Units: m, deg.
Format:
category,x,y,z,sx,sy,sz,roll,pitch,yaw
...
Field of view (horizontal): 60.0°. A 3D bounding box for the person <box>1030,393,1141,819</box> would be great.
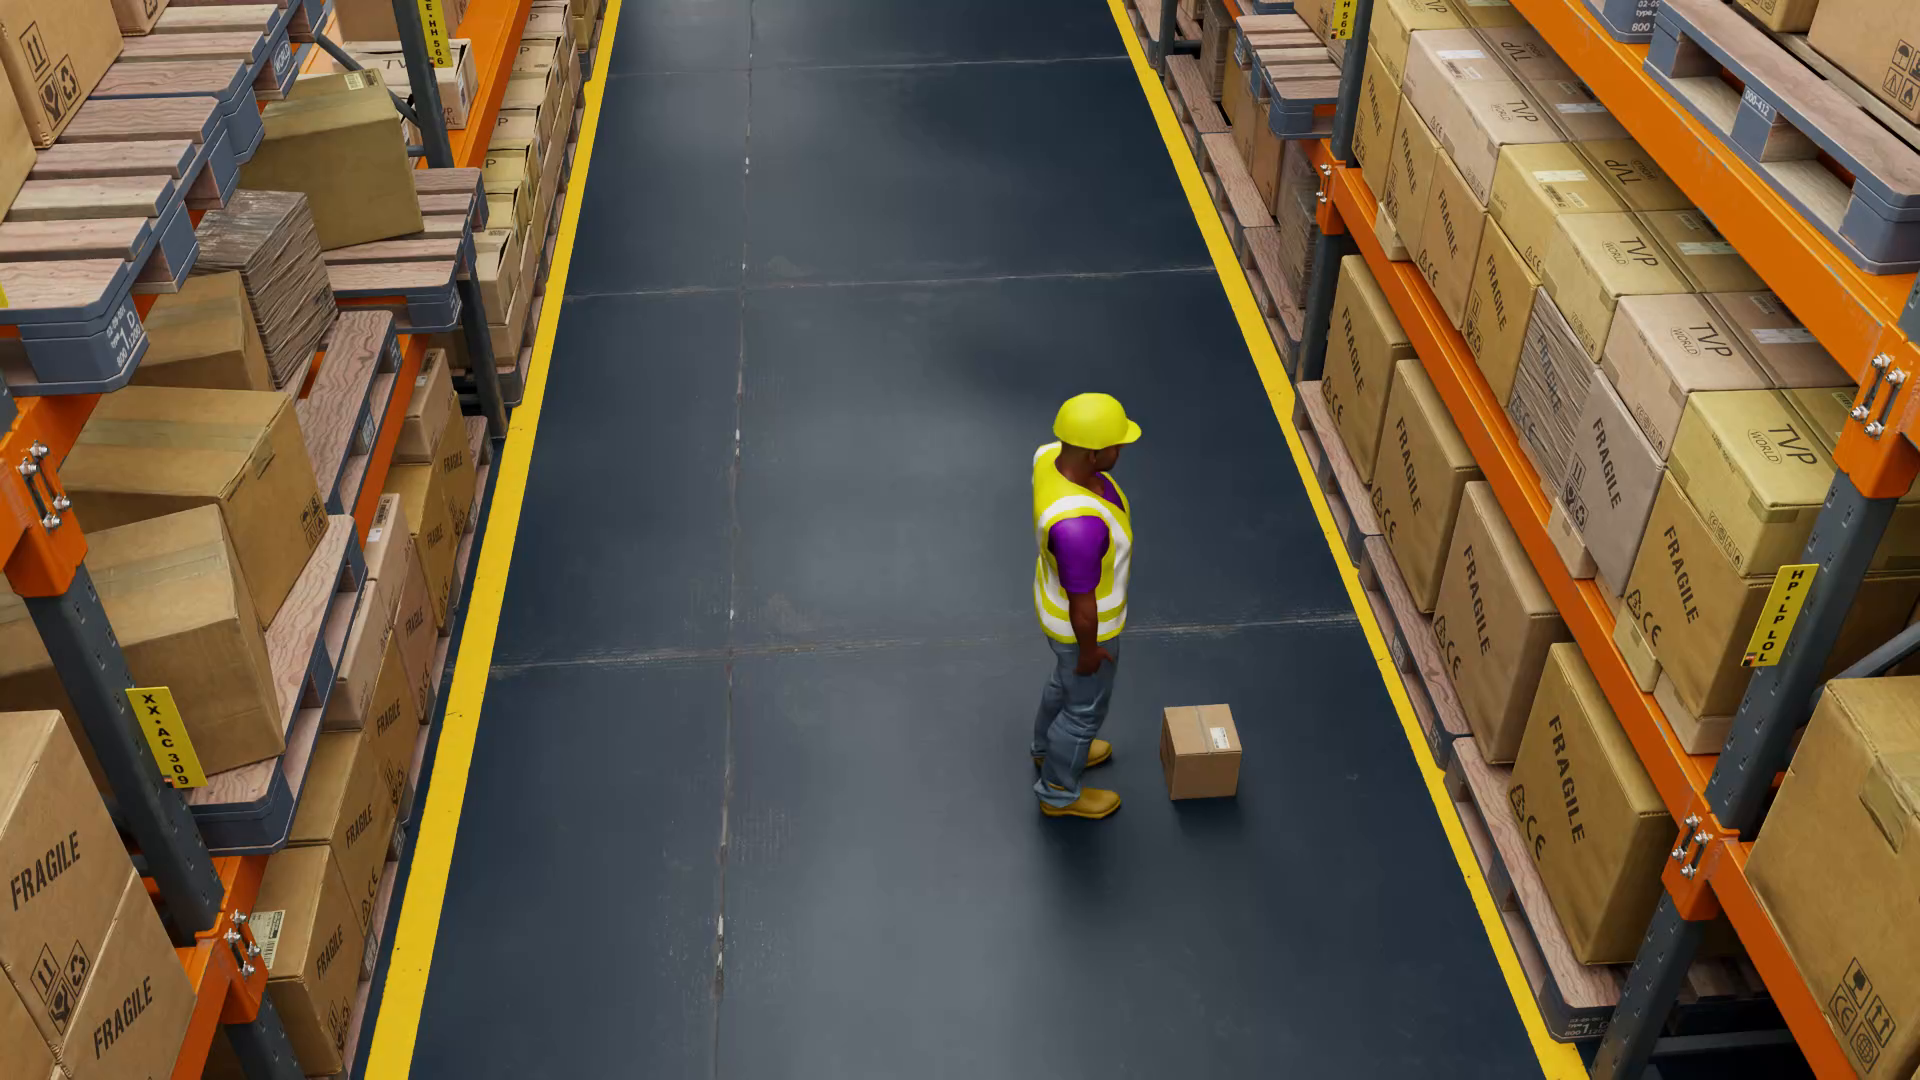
category,x,y,z,sx,sy,sz,roll,pitch,yaw
person,0.421,0.231,5.850,0.360,1.762,0.565,-2,39,-3
